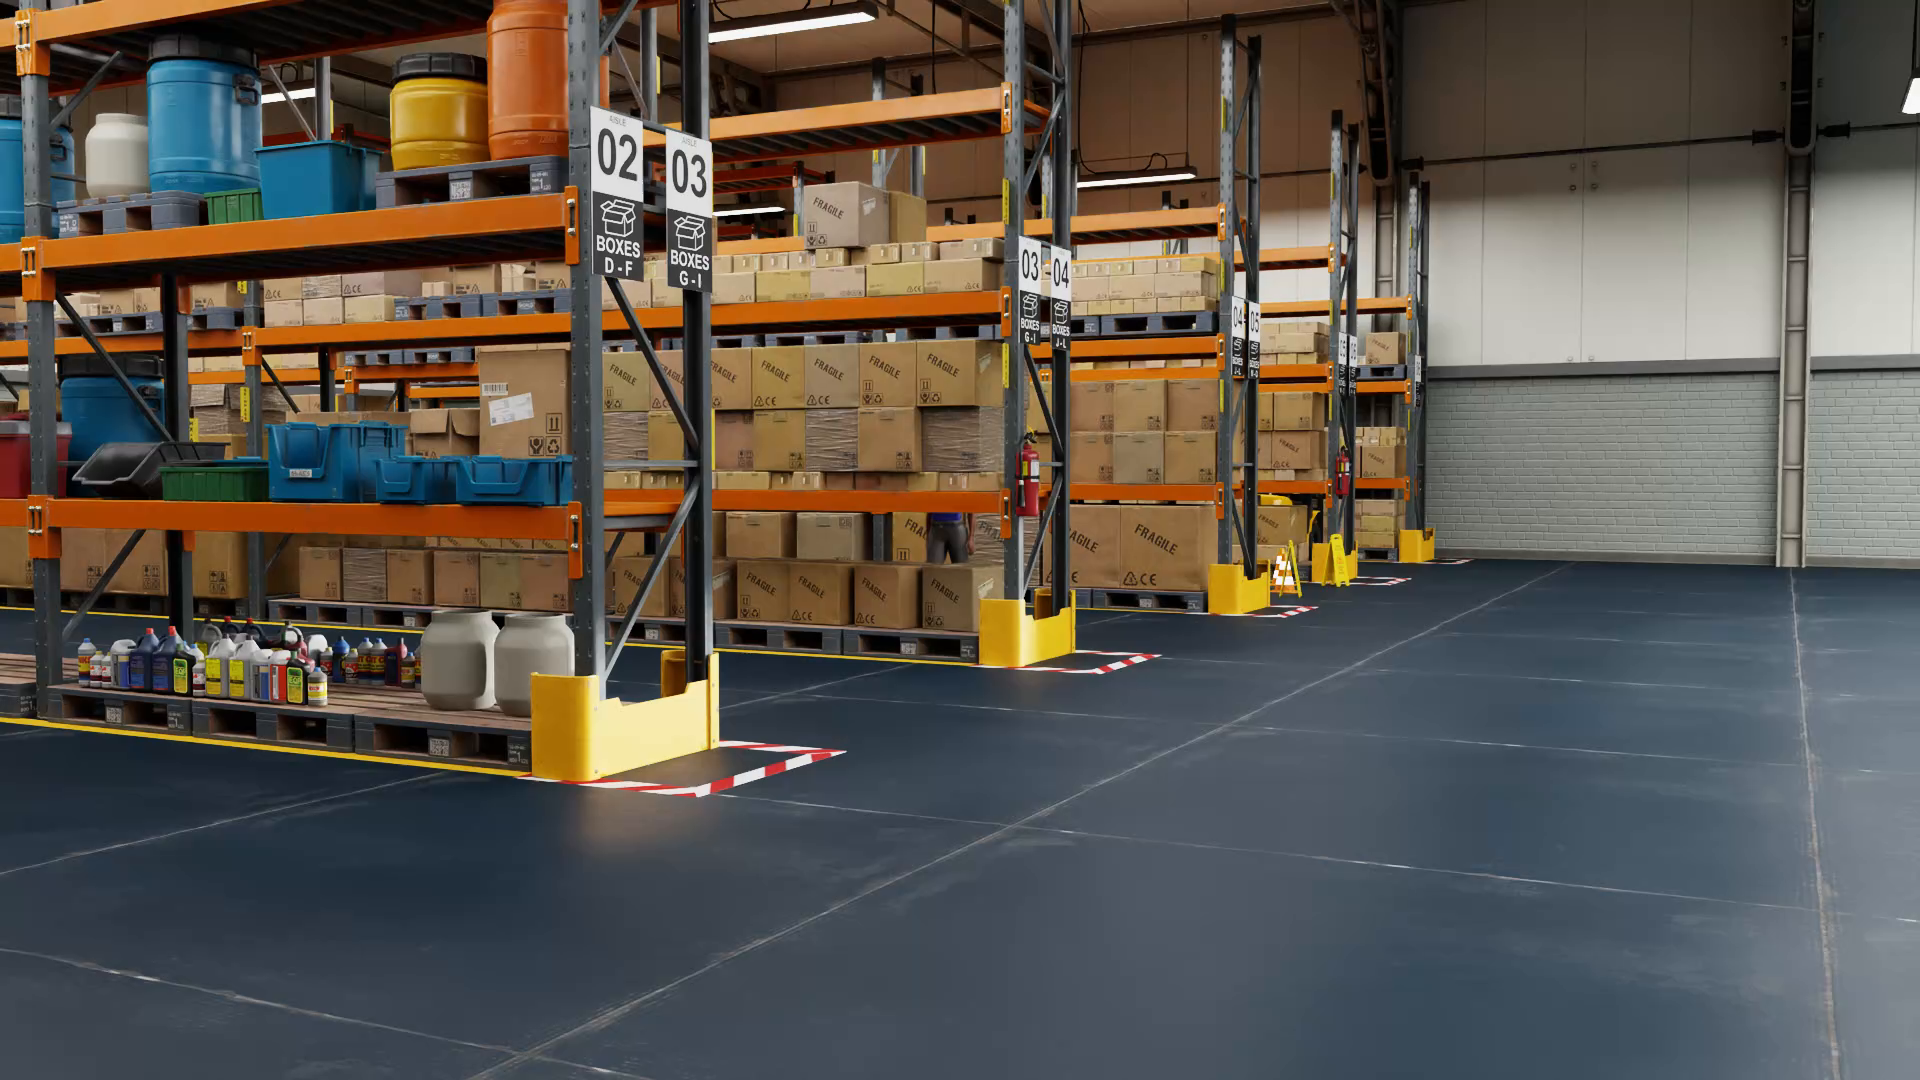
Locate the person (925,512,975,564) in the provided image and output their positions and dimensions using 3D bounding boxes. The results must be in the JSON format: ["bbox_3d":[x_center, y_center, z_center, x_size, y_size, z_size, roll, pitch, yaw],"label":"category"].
[{"bbox_3d":[-0.100,-0.042,15.183,0.484,1.575,0.561,1,3,19],"label":"person"}]
